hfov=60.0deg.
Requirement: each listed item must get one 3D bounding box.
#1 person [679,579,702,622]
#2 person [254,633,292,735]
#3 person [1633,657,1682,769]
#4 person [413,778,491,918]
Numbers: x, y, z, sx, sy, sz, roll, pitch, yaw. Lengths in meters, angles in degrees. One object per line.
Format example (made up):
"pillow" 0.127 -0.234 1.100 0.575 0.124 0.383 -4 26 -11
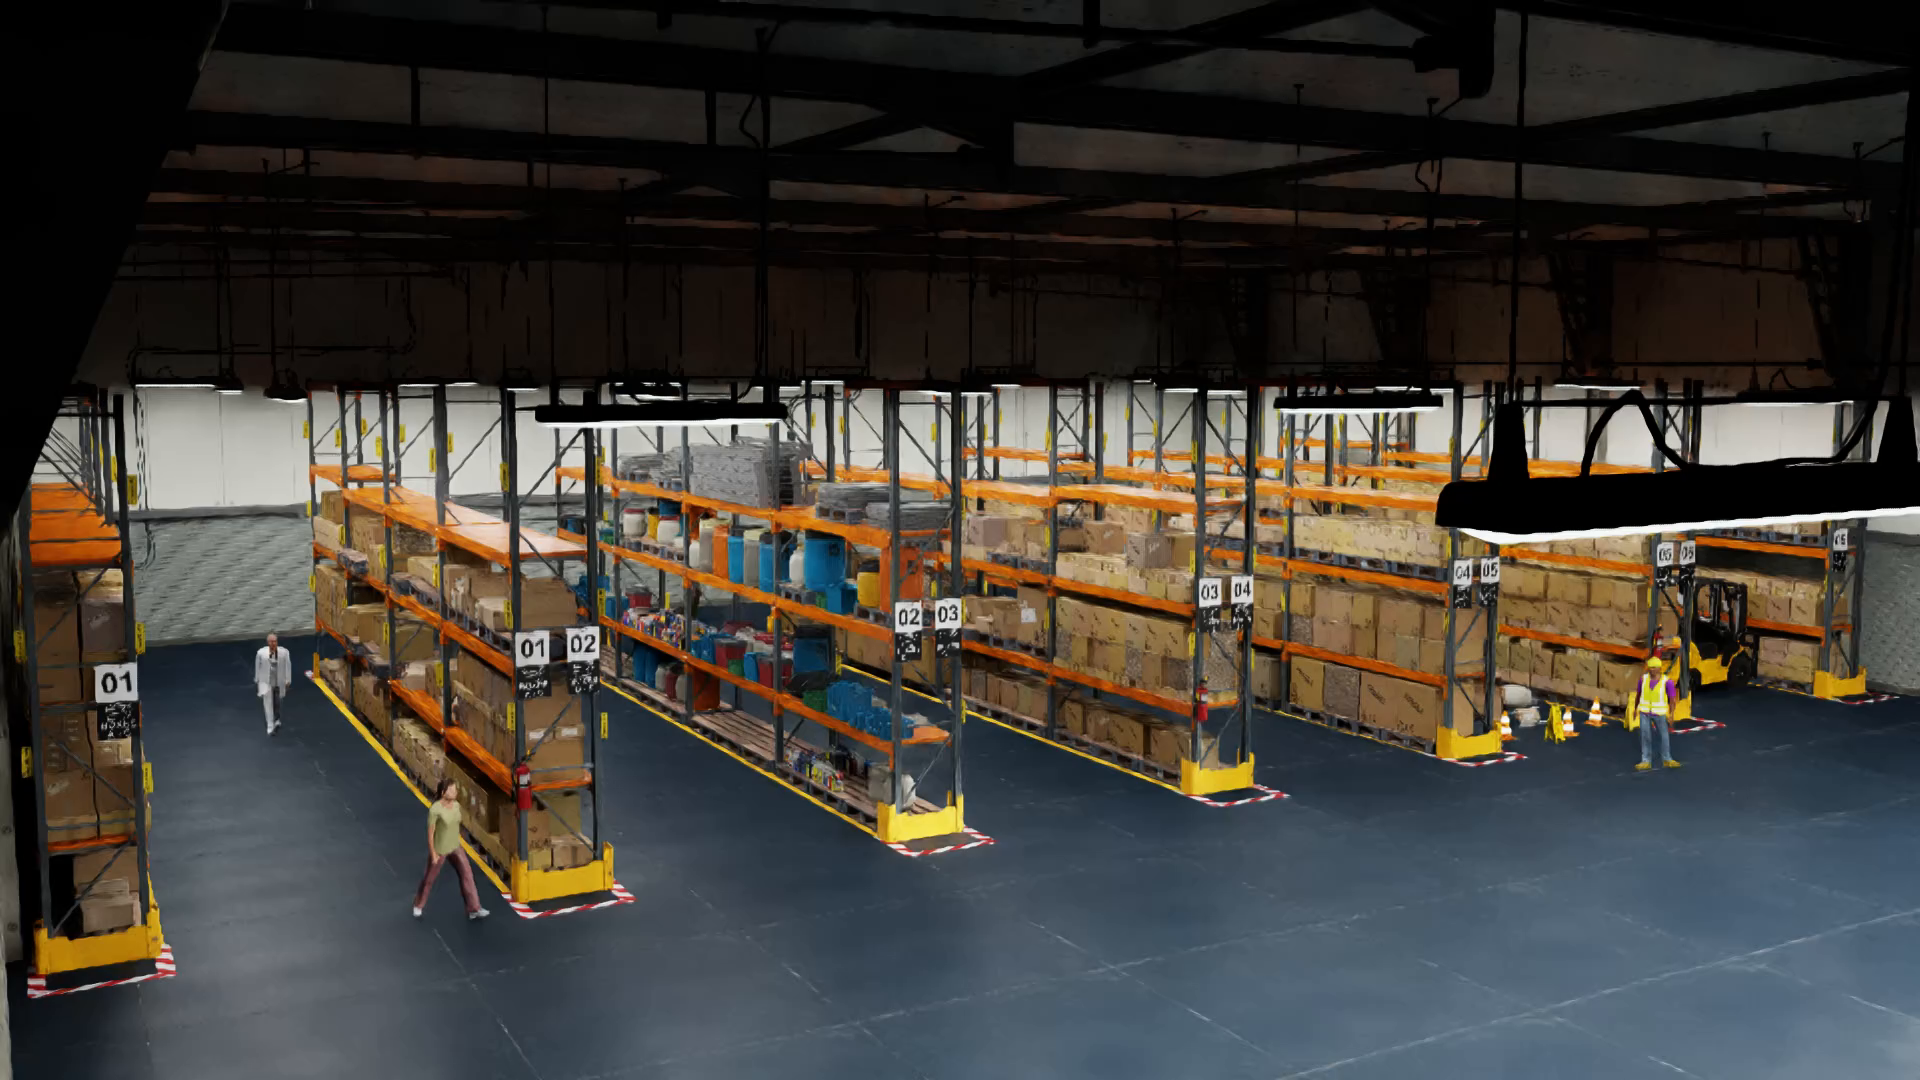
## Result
"person" -6.587 1.138 40.607 0.550 1.771 0.618 3 7 25
"person" -11.779 2.486 28.563 0.588 1.594 1.193 -4 7 -31
"person" 10.916 2.700 26.010 0.750 1.764 0.482 4 7 31
"person" -5.849 3.507 18.898 0.923 1.633 0.543 5 8 36
